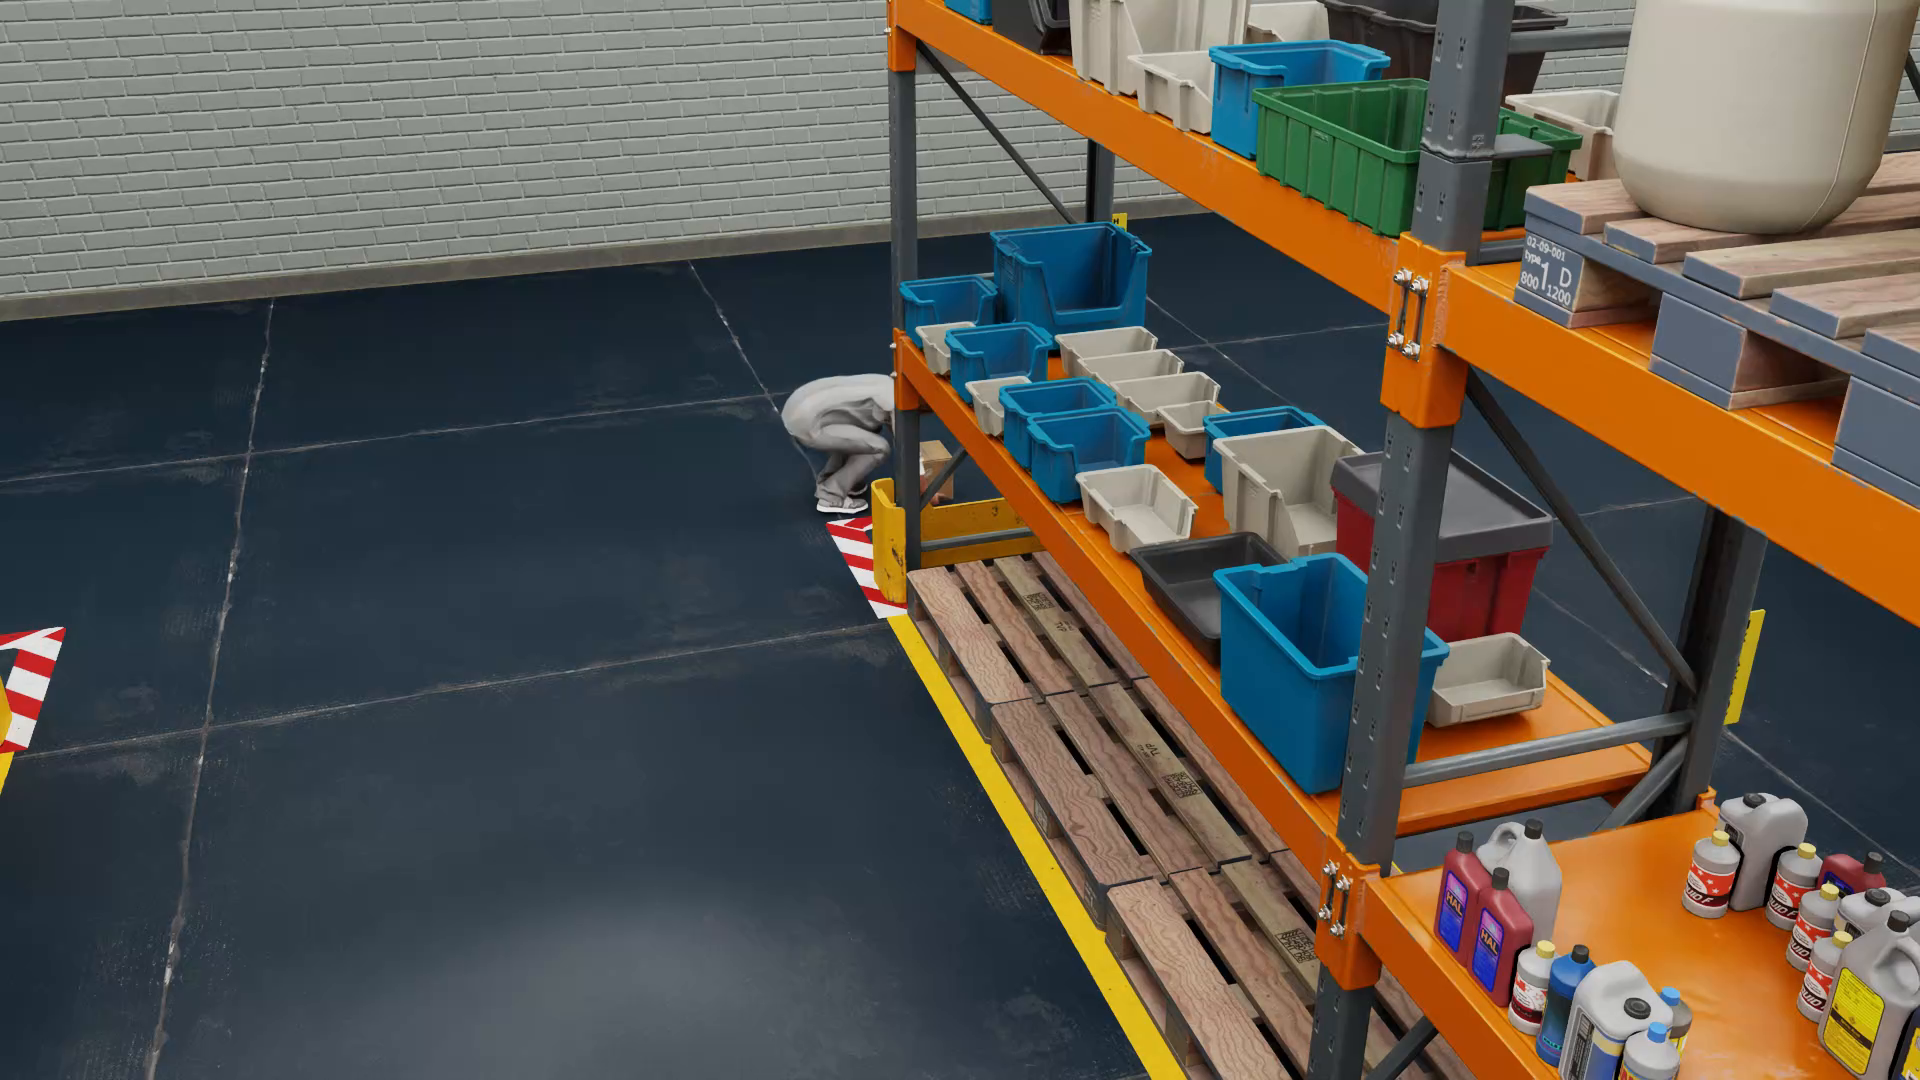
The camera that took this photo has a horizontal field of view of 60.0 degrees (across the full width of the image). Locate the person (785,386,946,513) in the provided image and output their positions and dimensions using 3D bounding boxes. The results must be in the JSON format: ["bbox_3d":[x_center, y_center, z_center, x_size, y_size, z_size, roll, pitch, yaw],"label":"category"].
[{"bbox_3d":[-0.494,-0.508,8.769,0.858,0.694,0.415,-6,27,-12],"label":"person"}]
